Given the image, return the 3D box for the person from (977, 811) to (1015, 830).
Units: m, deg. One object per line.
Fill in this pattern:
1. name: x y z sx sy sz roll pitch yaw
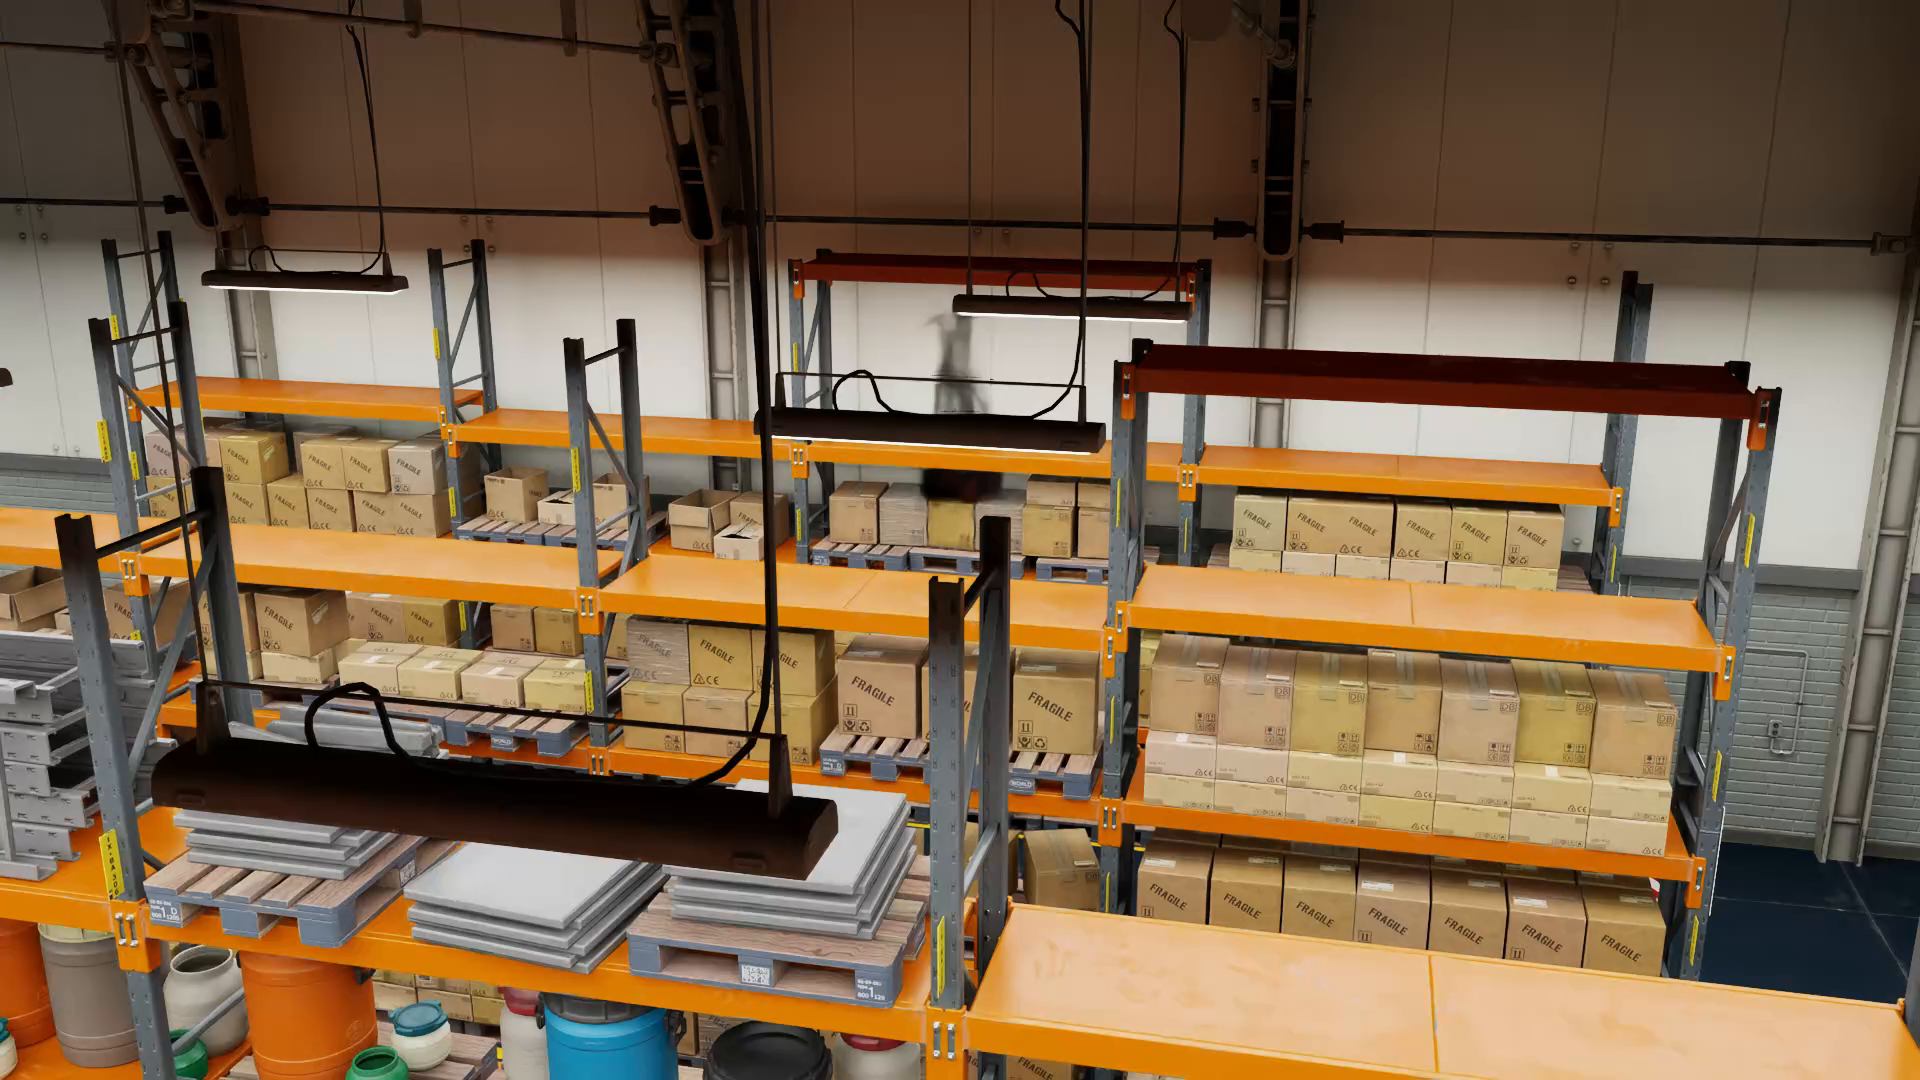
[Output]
1. person: 0.293 2.603 15.588 0.562 1.624 0.562 4 17 13
